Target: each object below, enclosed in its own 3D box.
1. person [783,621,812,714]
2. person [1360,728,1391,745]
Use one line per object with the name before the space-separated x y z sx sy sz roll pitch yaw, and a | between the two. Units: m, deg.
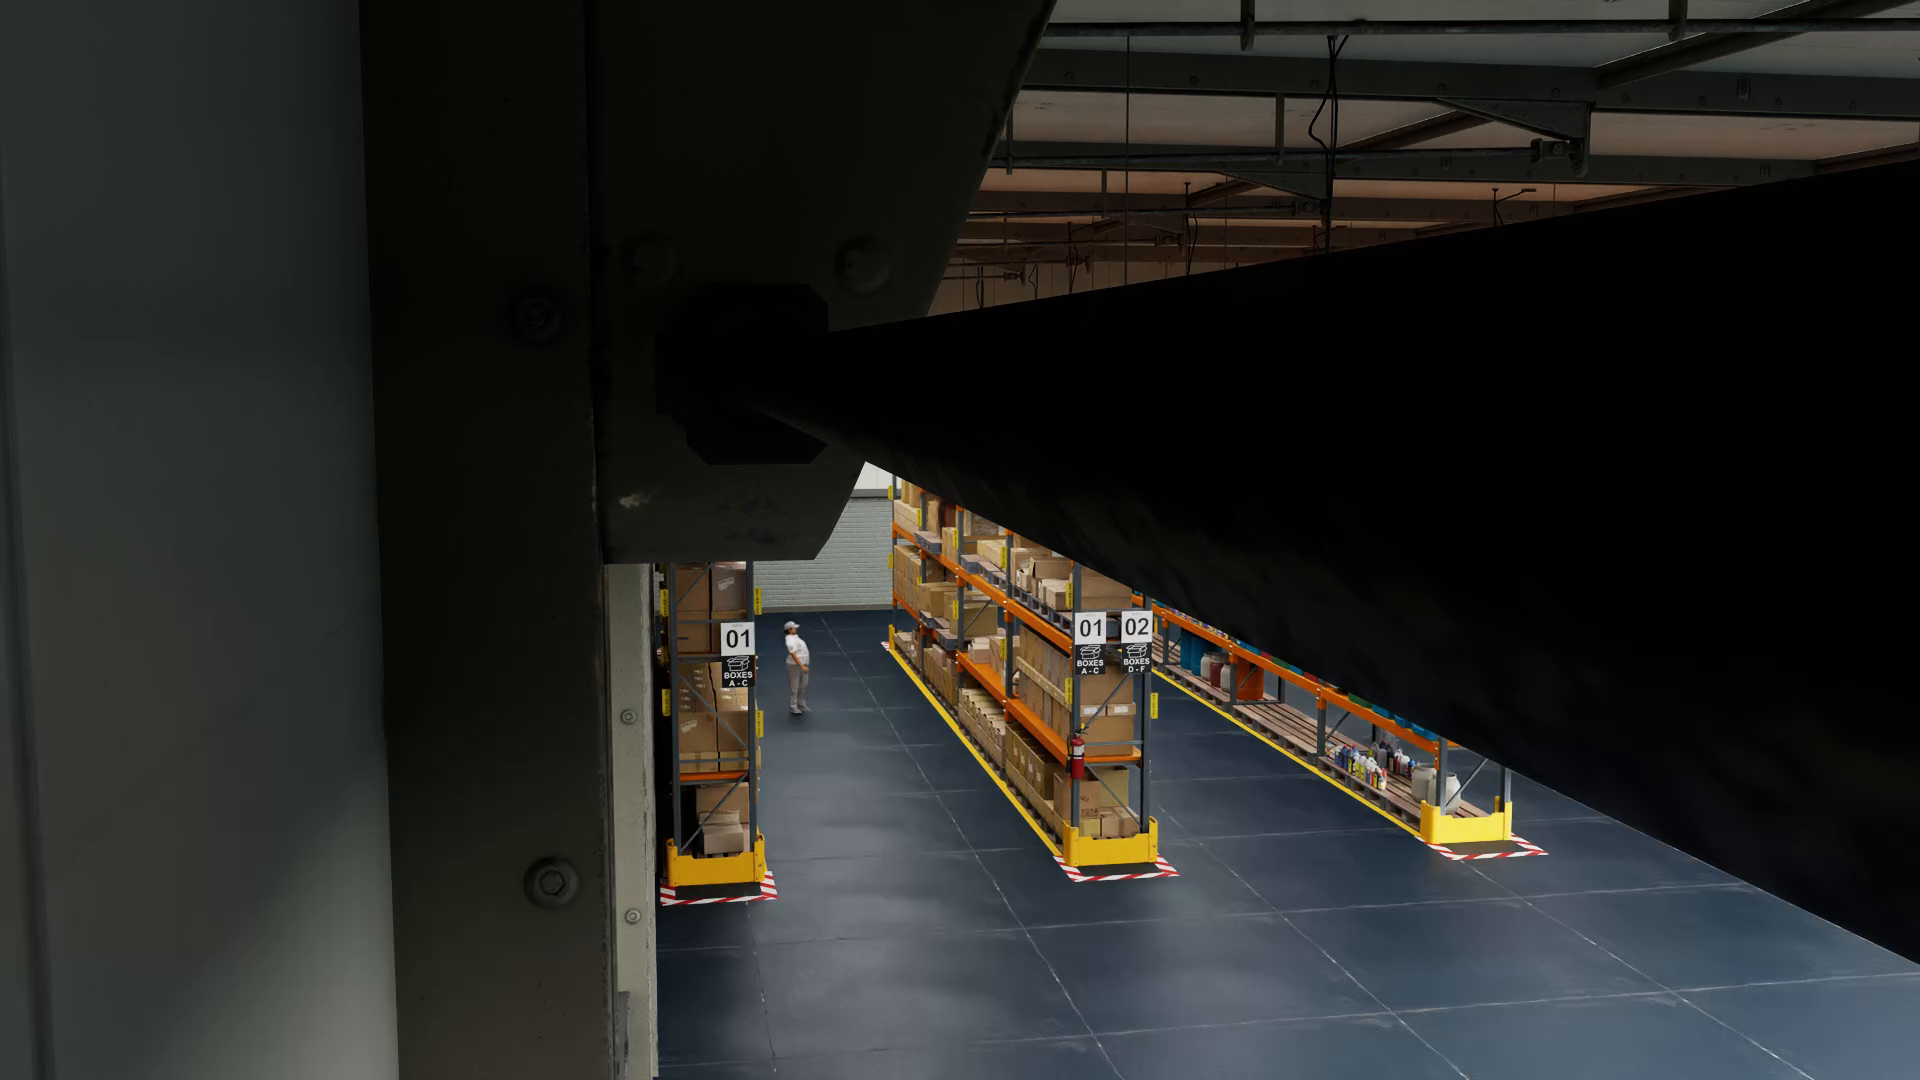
person | -2.884 2.296 29.930 0.572 1.683 0.580 3 7 27
person | 6.889 2.542 27.432 0.583 1.692 0.469 3 7 25
